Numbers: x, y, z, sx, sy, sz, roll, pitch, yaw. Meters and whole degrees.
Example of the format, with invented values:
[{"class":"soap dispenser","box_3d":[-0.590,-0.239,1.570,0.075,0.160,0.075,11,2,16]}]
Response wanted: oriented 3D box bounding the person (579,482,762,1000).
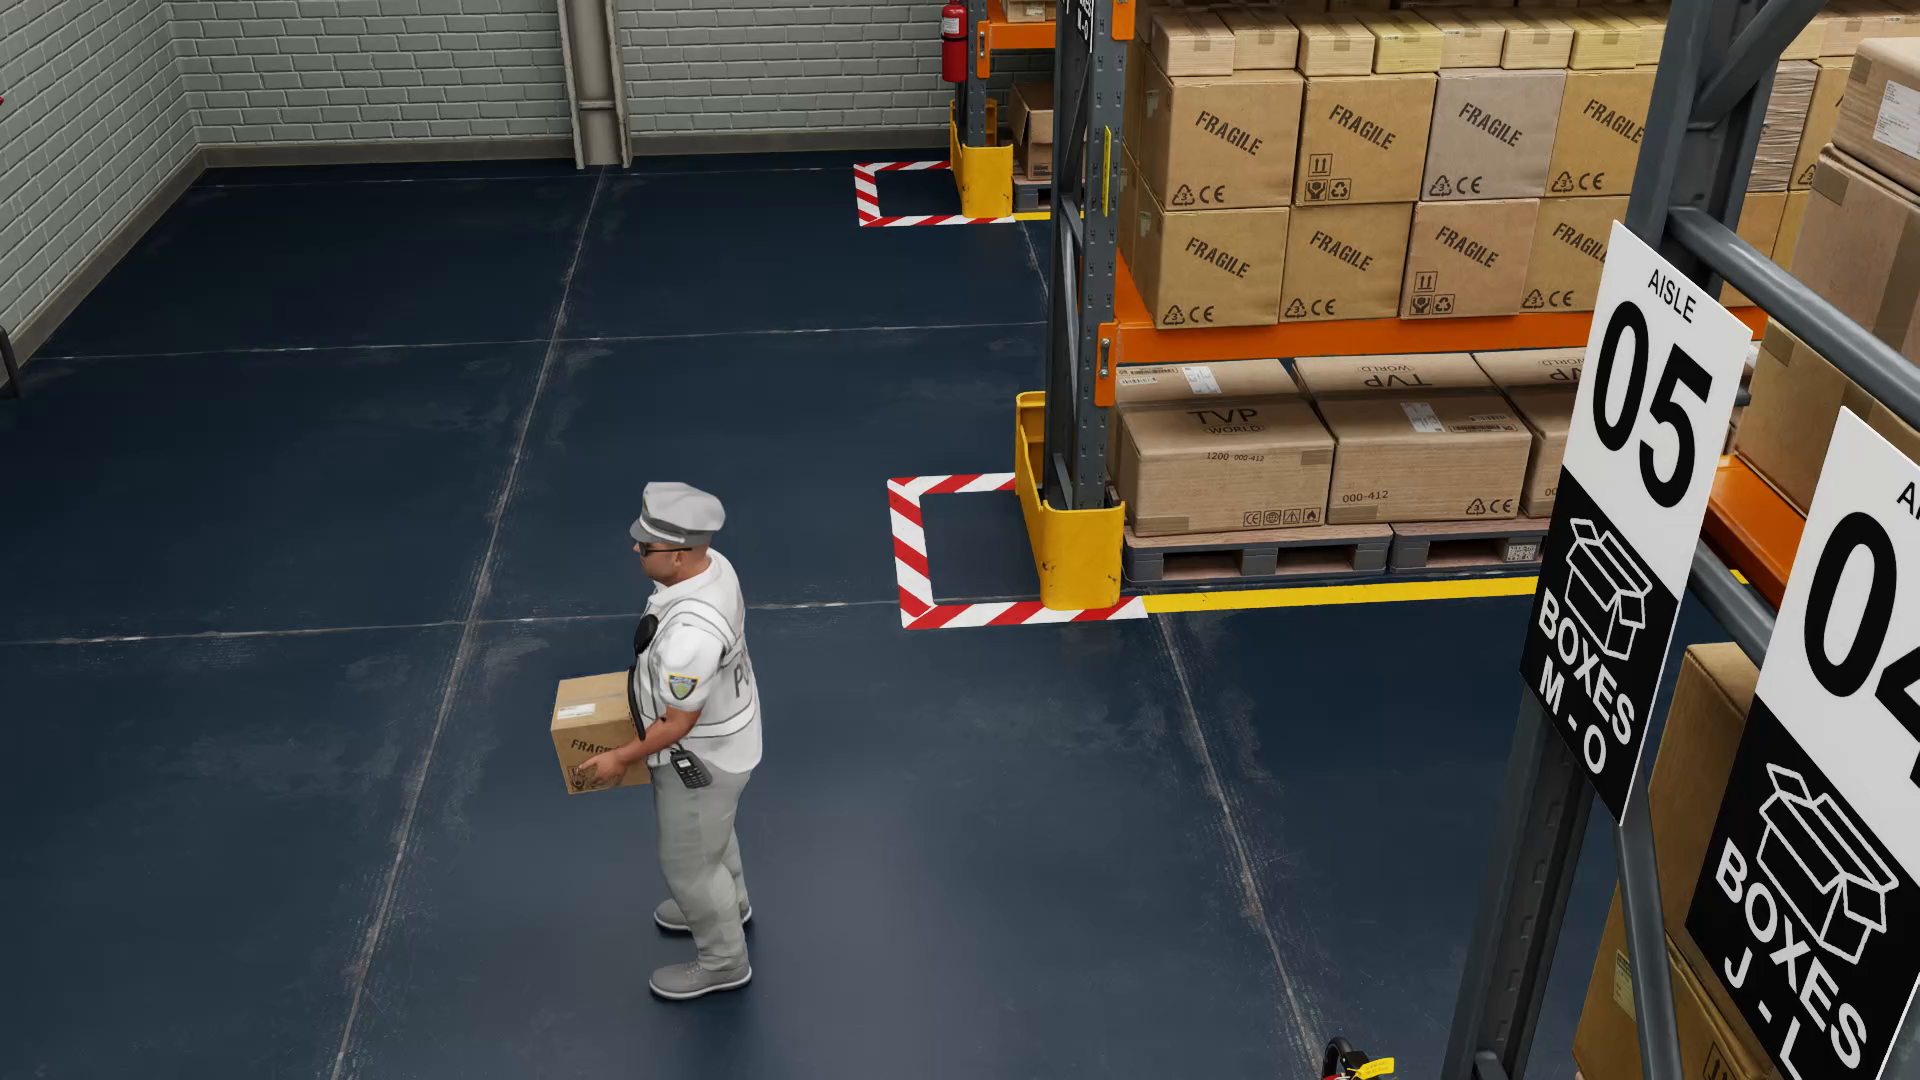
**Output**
[{"class":"person","box_3d":[-0.873,0.619,5.065,0.536,1.774,0.524,-3,31,-5]}]
